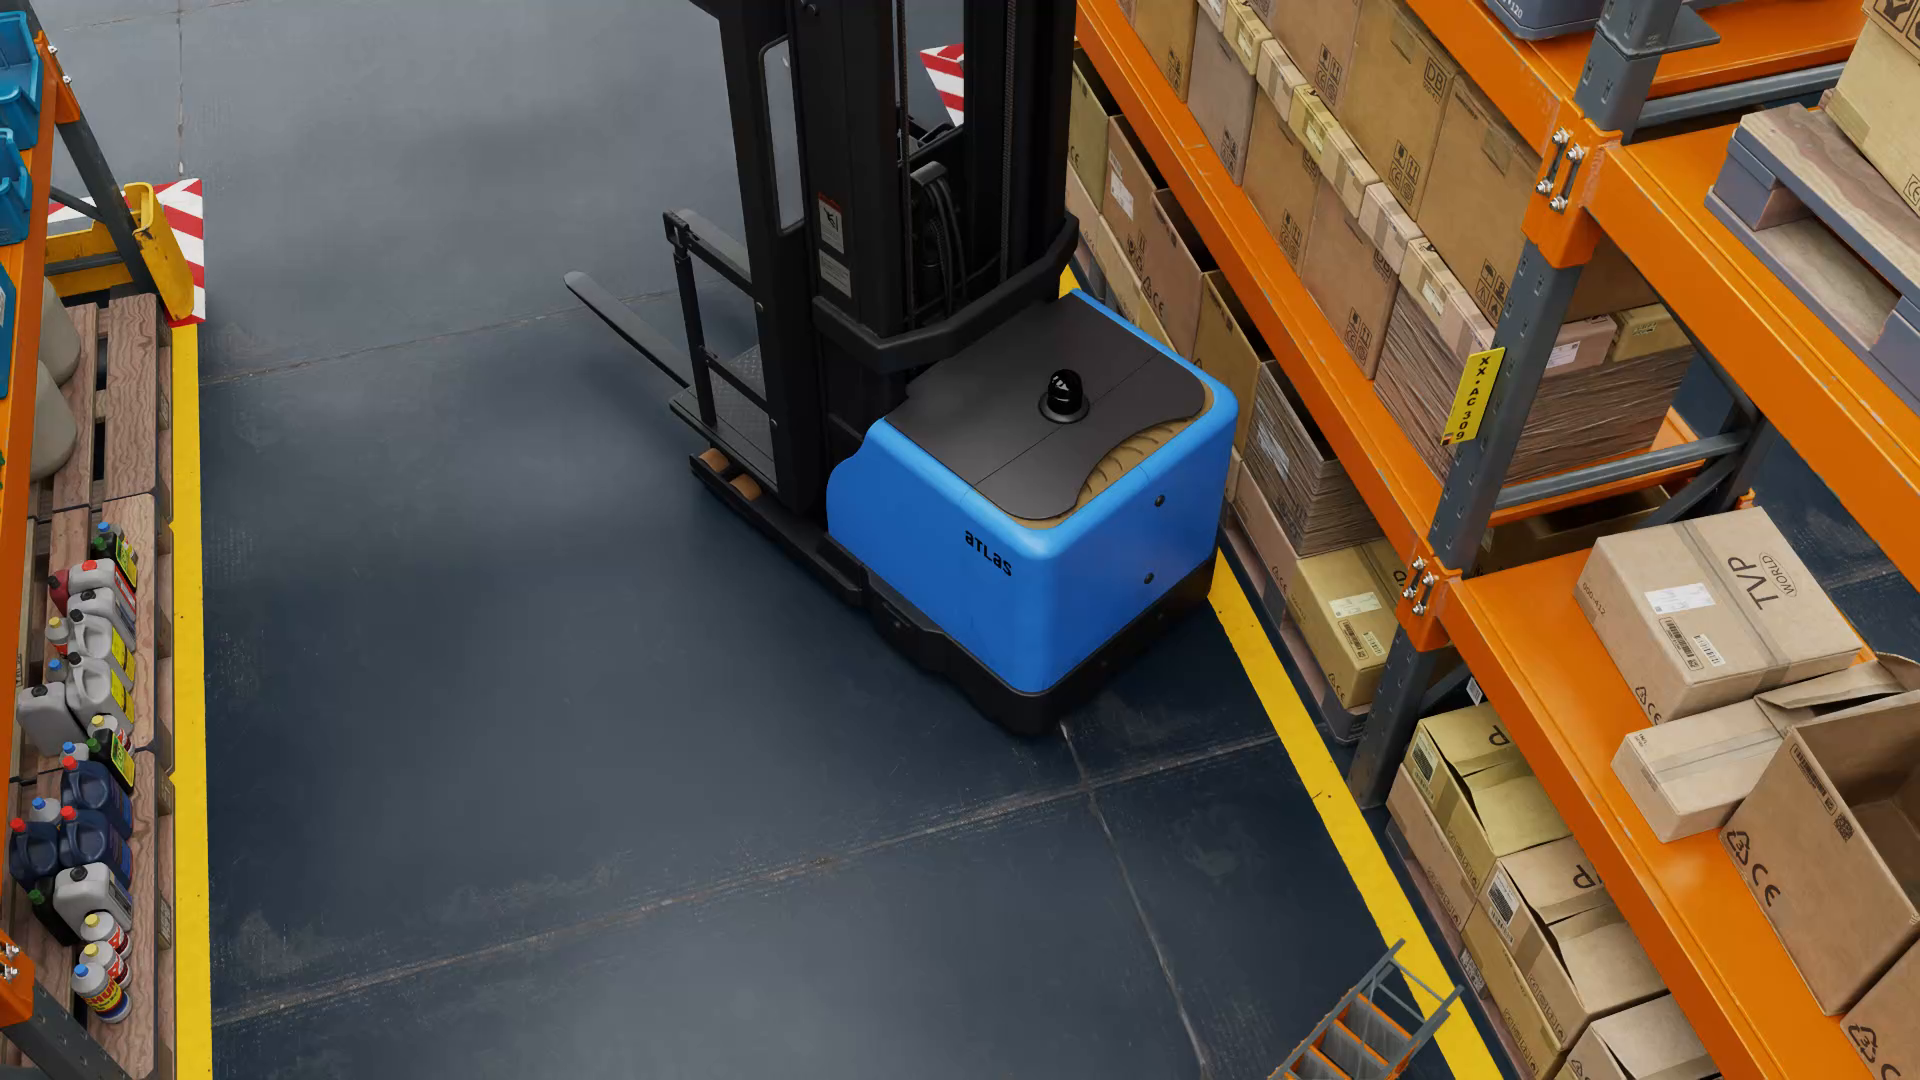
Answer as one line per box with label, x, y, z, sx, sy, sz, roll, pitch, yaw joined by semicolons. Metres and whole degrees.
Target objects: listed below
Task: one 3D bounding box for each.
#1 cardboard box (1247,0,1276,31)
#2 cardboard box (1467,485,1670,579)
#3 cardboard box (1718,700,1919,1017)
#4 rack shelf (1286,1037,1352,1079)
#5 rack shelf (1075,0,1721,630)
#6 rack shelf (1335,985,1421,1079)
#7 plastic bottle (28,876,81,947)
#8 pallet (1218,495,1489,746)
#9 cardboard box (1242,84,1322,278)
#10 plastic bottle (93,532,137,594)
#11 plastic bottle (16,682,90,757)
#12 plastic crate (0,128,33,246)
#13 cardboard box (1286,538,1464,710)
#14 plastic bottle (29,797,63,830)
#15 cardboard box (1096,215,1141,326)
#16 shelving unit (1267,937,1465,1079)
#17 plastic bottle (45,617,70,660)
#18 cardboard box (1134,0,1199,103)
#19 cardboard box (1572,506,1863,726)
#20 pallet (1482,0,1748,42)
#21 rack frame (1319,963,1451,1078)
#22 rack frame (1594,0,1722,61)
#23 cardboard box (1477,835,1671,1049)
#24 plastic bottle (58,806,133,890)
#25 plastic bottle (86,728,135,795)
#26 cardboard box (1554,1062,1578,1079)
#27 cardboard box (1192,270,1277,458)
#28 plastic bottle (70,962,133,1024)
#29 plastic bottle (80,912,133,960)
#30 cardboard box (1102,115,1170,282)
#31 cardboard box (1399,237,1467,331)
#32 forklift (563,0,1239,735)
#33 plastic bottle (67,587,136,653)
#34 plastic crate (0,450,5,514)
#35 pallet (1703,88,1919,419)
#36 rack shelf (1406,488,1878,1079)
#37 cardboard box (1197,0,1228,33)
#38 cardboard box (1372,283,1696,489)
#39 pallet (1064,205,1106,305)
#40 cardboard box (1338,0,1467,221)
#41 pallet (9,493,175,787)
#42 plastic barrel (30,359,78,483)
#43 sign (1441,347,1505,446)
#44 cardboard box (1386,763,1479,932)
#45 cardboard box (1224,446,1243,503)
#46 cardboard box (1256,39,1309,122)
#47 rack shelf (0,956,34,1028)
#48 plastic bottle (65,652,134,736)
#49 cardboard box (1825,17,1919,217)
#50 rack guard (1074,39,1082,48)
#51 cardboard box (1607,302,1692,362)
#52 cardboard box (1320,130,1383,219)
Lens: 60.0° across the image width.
cardboard box;1.261;-2.059;5.400;0.700;0.500;0.500;-13;51;-11
cardboard box;2.006;-0.087;5.684;0.500;0.500;0.500;-13;51;-11
cardboard box;2.211;0.731;3.896;0.500;0.500;0.500;-10;51;-8
rack shelf;1.098;1.656;5.016;0.103;0.180;0.258;-37;59;-27
rack shelf;1.252;-1.415;6.242;1.077;0.370;4.000;-13;51;-11
rack shelf;1.270;1.528;5.125;0.103;0.180;0.258;-37;59;-27
plastic bottle;-2.788;1.127;5.116;0.061;0.283;0.133;-13;51;-11
pallet;1.649;0.122;6.299;1.003;0.211;1.213;-13;51;-11
cardboard box;1.400;-1.293;5.602;0.700;0.500;0.500;-13;51;-10
plastic bottle;-3.058;0.066;6.011;0.061;0.283;0.133;-12;51;-10
plastic bottle;-3.047;0.587;5.577;0.152;0.276;0.135;-13;51;-11
plastic crate;-3.452;-1.169;5.661;0.499;0.251;0.408;-13;51;-11
cardboard box;1.498;0.275;5.870;0.500;0.250;0.500;-13;51;-11
plastic bottle;-2.890;0.906;5.310;0.097;0.271;0.097;0;50;0
cardboard box;0.906;-1.186;7.101;0.500;0.250;0.500;-13;51;-11
shelving unit;1.044;1.696;4.982;1.200;0.189;0.258;-37;59;-27
plastic bottle;-3.134;0.345;5.829;0.097;0.201;0.097;0;50;0
cardboard box;1.088;-2.050;6.241;0.700;0.500;0.500;-13;51;-11
cardboard box;2.031;0.211;4.498;0.500;0.250;0.500;-10;51;-9
pallet;1.567;-1.742;4.142;1.003;0.211;1.213;-13;51;-11
rack frame;1.044;1.755;5.052;1.200;0.006;0.240;-37;59;-27
rack frame;1.844;-2.120;2.441;1.000;3.000;0.127;-13;51;-11
cardboard box;1.871;1.109;4.800;0.500;0.311;0.500;-14;51;-11
plastic bottle;-2.731;0.959;5.214;0.144;0.351;0.185;-12;51;-10
plastic bottle;-2.796;0.713;5.465;0.061;0.283;0.133;-11;51;-9
cardboard box;2.032;1.666;4.697;0.500;0.250;0.500;-15;51;-12
cardboard box;1.210;-0.699;6.200;0.500;0.500;0.500;-13;51;-11
plastic bottle;-2.565;1.336;4.948;0.097;0.271;0.097;0;50;0
plastic bottle;-2.625;1.210;5.100;0.097;0.201;0.097;0;50;0
cardboard box;0.917;-1.430;6.816;0.500;0.500;0.500;-13;51;-11
cardboard box;1.488;-0.759;4.728;0.380;0.149;0.250;-14;51;-12
forklift;-0.433;-1.287;5.708;1.130;2.935;3.031;-36;59;-27
plastic bottle;-3.021;0.279;5.836;0.152;0.276;0.135;-15;51;-12
plastic crate;-3.021;-0.056;4.764;0.450;0.188;0.662;-13;51;-11
pallet;2.117;-0.450;3.121;0.805;0.209;1.217;-15;52;-12
rack shelf;2.435;1.506;3.779;1.077;0.370;4.000;-13;51;-11
cardboard box;1.025;-1.891;5.682;0.380;0.149;0.250;-13;51;-11
cardboard box;1.707;-0.541;4.969;0.700;0.500;0.500;-15;51;-12
pallet;0.927;-1.660;7.801;1.003;0.211;1.213;-13;51;-11
cardboard box;1.556;-1.328;4.784;0.700;0.500;0.500;-13;51;-11
pallet;-3.412;0.437;6.033;1.003;0.211;1.213;-13;51;-11
plastic barrel;-3.656;-0.495;6.347;0.421;0.512;0.421;0;50;0
sign;1.314;-0.365;4.267;0.100;0.325;0.005;-13;51;-11
cardboard box;1.726;0.915;5.330;0.500;0.250;0.500;-14;51;-12
cardboard box;1.198;-0.454;6.484;0.500;0.250;0.500;-13;51;-11
cardboard box;1.185;-1.506;5.358;0.380;0.149;0.250;-12;51;-10
rack shelf;-2.298;2.623;2.837;1.077;0.370;4.000;-13;51;-11
plastic bottle;-2.913;0.511;5.592;0.144;0.351;0.185;-14;51;-11
cardboard box;2.017;-0.788;3.104;0.500;0.250;0.500;-9;50;-7
rack guard;0.654;-2.320;8.168;1.175;0.500;0.348;-13;51;-11
cardboard box;1.949;-0.668;4.651;0.380;0.149;0.250;-13;51;-11
cardboard box;1.329;-1.141;5.050;0.380;0.149;0.250;-13;51;-11
